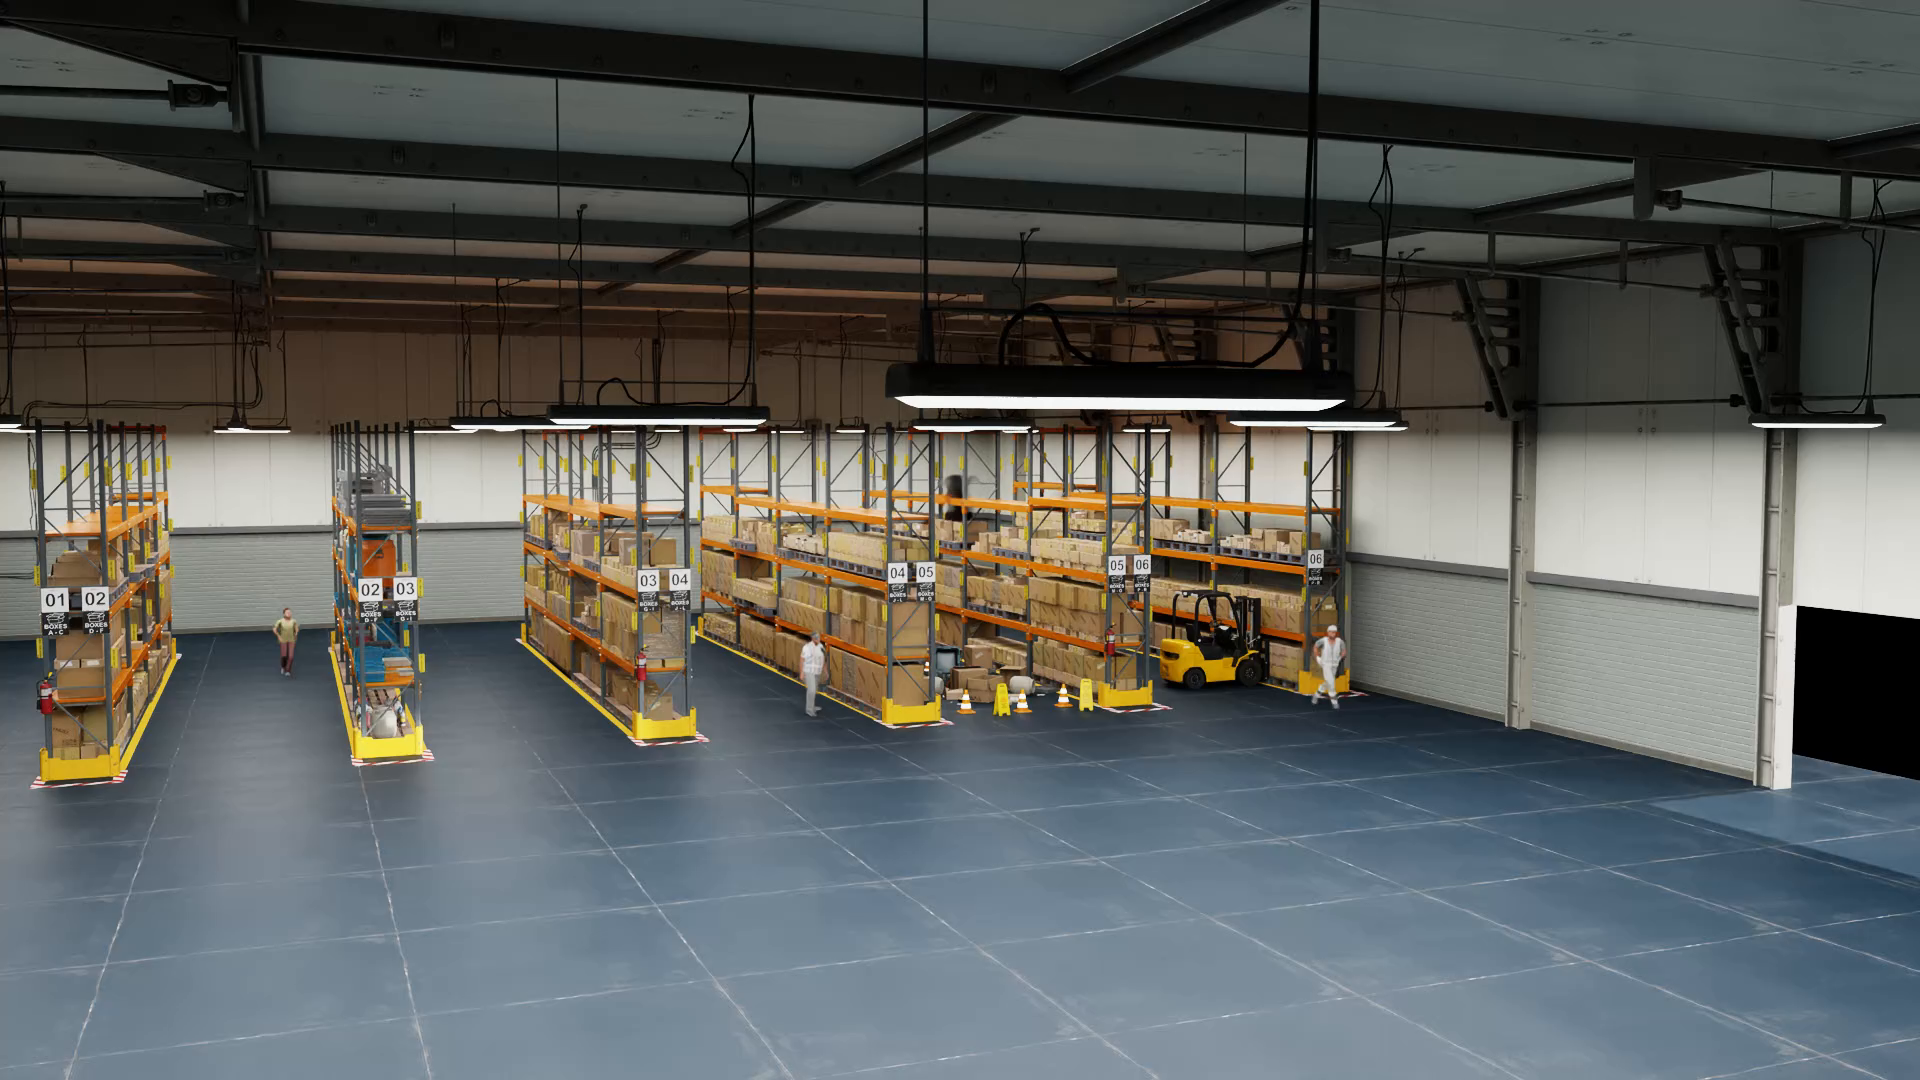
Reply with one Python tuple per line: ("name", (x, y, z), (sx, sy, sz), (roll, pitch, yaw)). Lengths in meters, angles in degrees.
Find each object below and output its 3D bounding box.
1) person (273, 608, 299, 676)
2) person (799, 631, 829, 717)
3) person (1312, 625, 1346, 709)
("person", (-15.983, 2.427, 39.516), (0.562, 1.624, 0.516), (-2, 4, -30))
("person", (-3.039, 2.732, 34.216), (0.597, 1.774, 0.733), (2, 4, 31))
("person", (7.762, 2.642, 34.975), (0.602, 1.740, 0.891), (-1, 4, -16))
